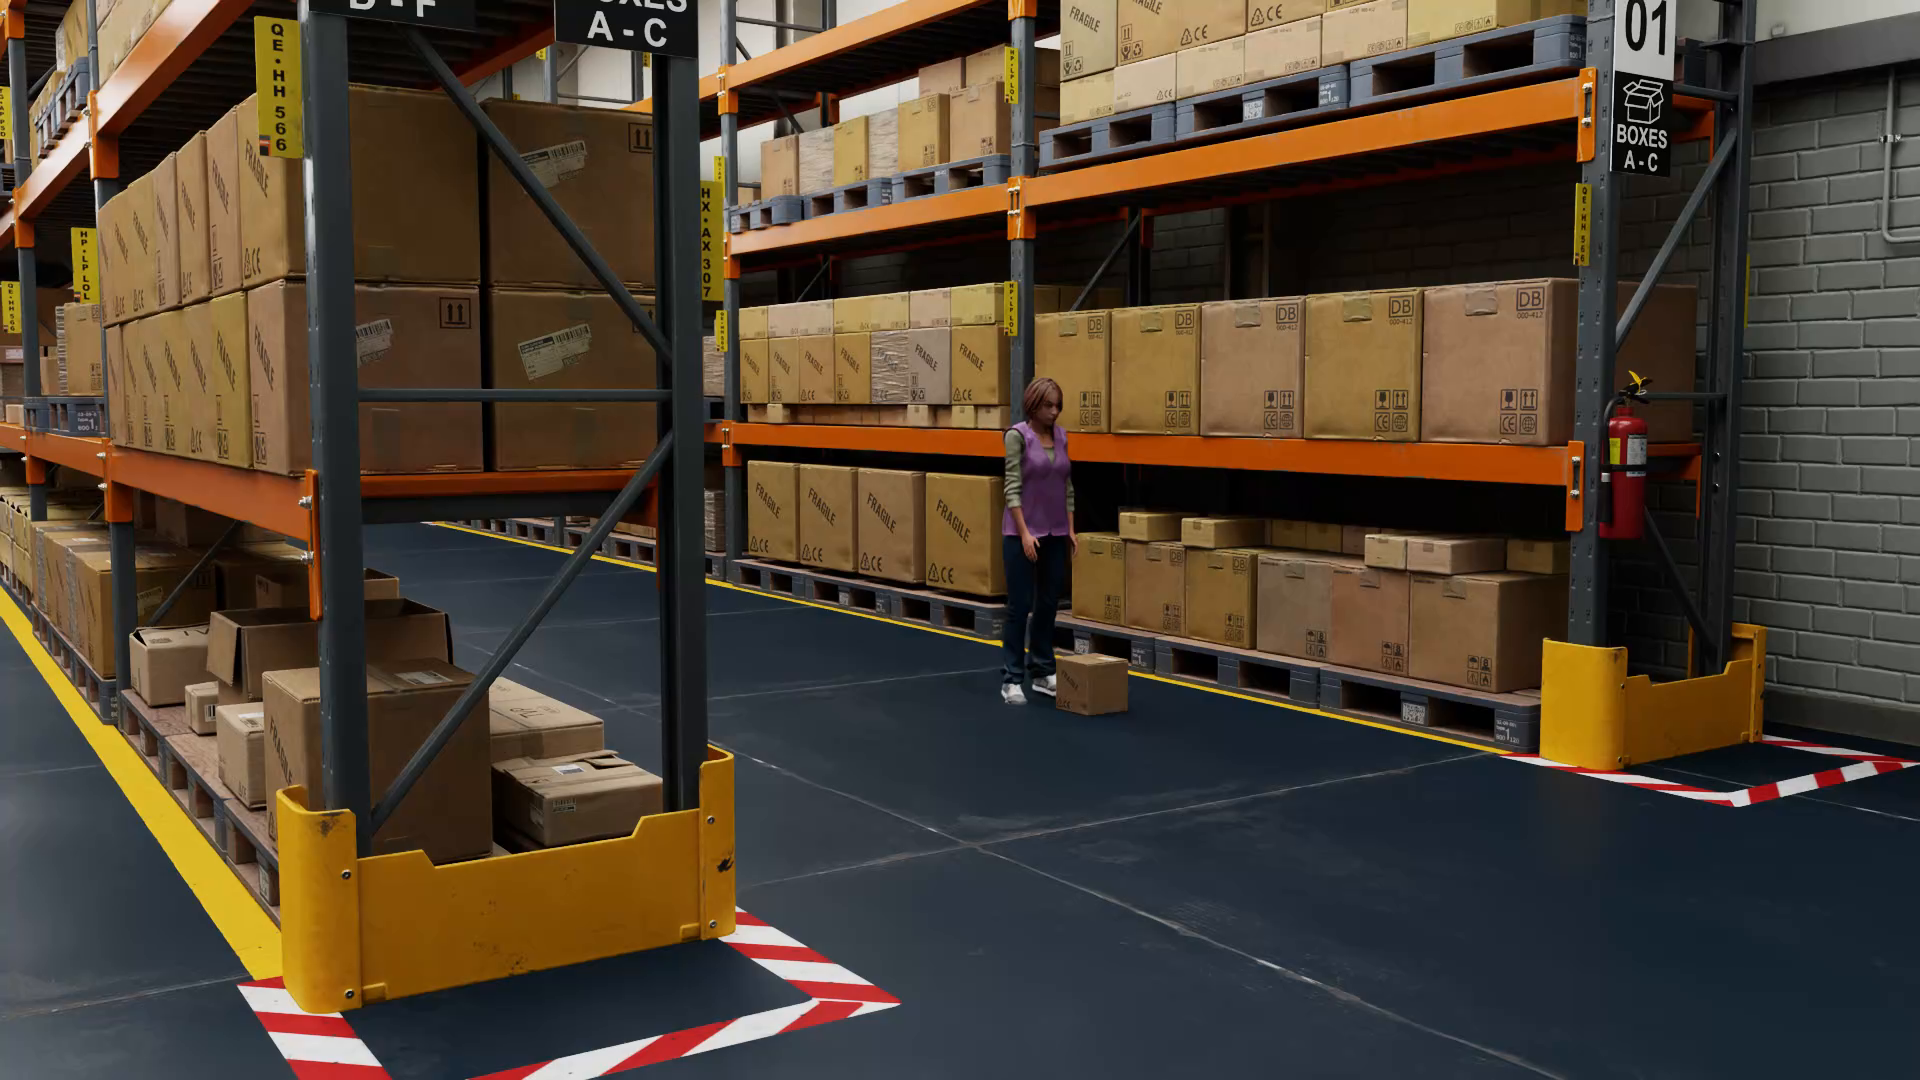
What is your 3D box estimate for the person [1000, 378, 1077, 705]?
[{"bbox_3d":[0.381,0.004,8.339,0.436,1.620,0.330,-3,6,-33],"label":"person"}]
